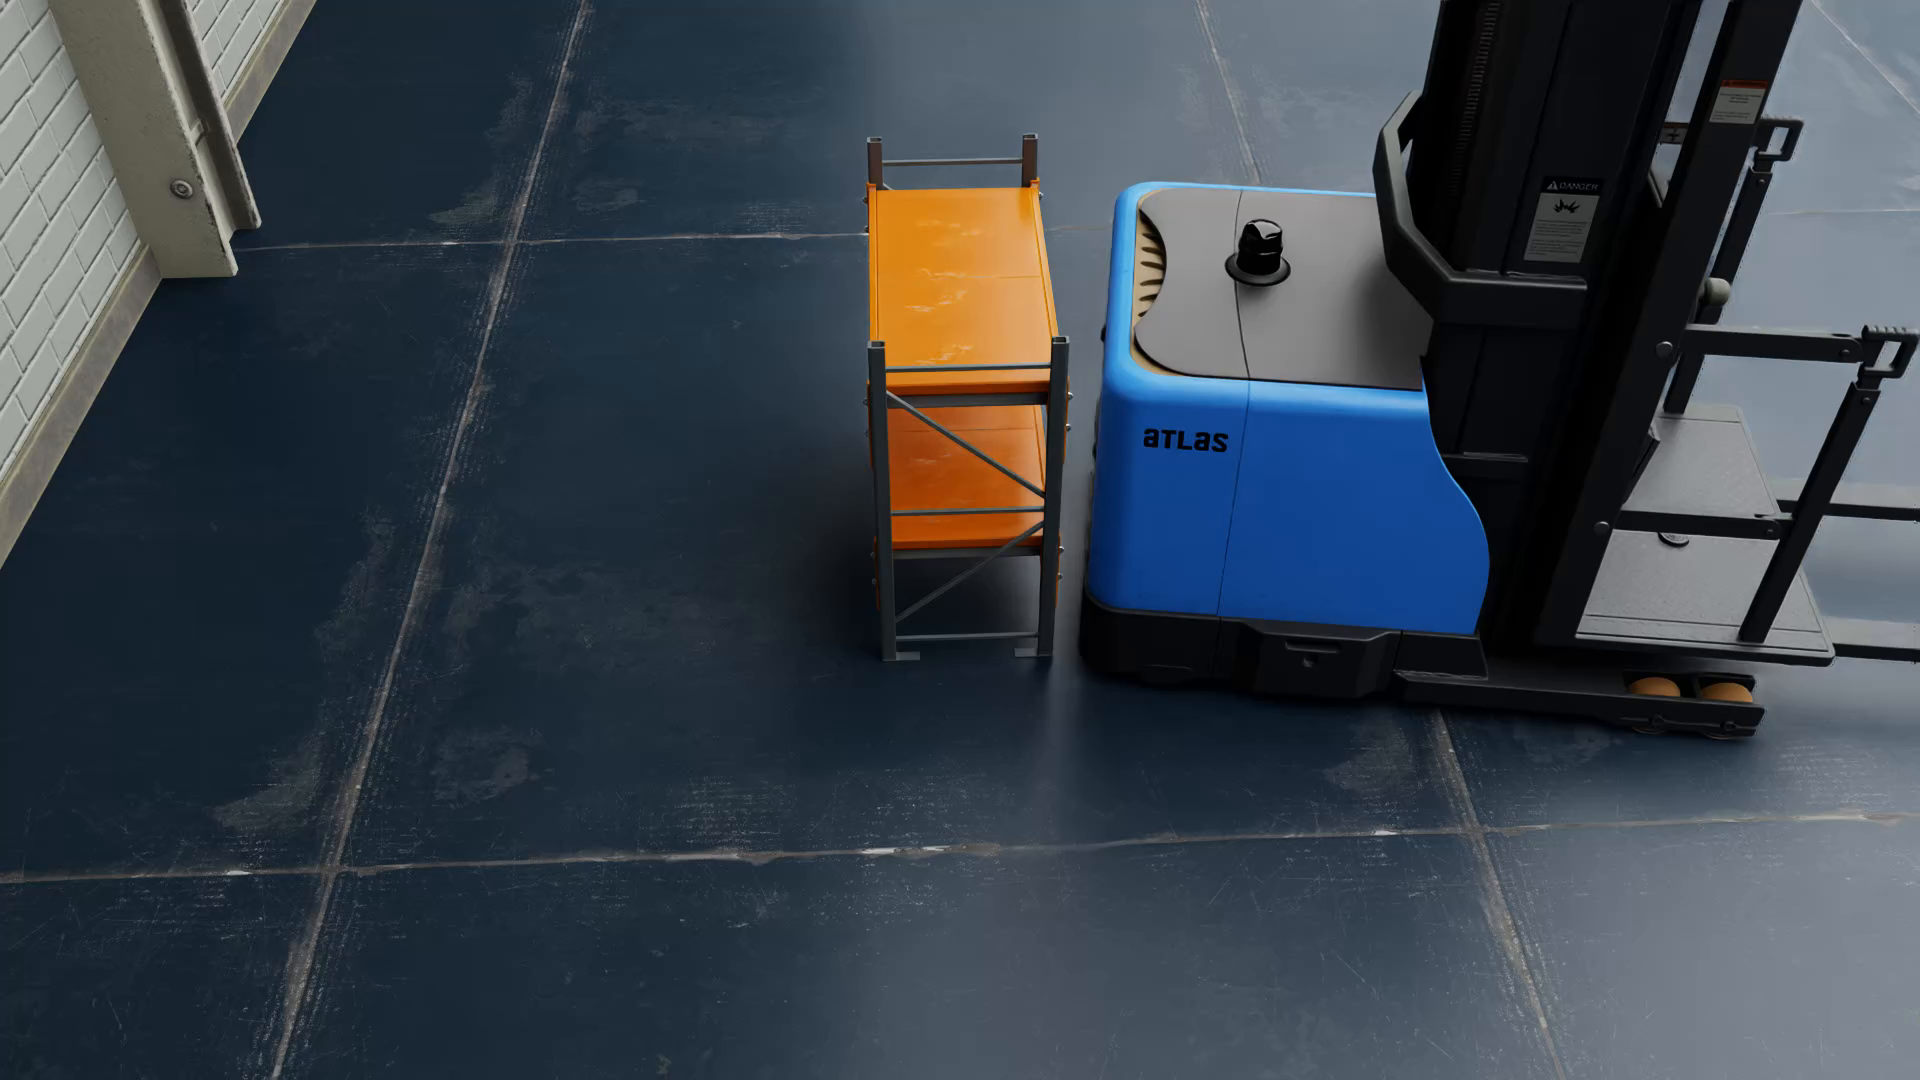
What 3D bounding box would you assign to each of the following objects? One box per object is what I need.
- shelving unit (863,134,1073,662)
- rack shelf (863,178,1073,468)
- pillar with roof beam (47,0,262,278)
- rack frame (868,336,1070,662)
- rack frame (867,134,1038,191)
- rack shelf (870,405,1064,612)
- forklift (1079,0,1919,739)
[{"bbox_3d":[0.000,-0.419,4.875,0.538,1.125,1.048,-2,43,-2],"label":"shelving unit"},{"bbox_3d":[0.000,-0.635,4.677,0.538,0.278,1.000,-2,43,-2],"label":"rack shelf"},{"bbox_3d":[1.368,-4.577,3.584,9.100,9.000,0.400,-2,43,-2],"label":"pillar with roof beam"},{"bbox_3d":[0.021,-0.076,4.500,0.500,1.125,0.032,-2,43,-2],"label":"rack frame"},{"bbox_3d":[-0.022,-0.762,5.249,0.500,1.125,0.032,-2,43,-2],"label":"rack frame"},{"bbox_3d":[0.000,-0.239,5.040,0.538,0.278,1.000,-2,43,-2],"label":"rack shelf"},{"bbox_3d":[1.896,-0.904,4.068,3.031,2.935,1.130,4,43,4],"label":"forklift"}]
